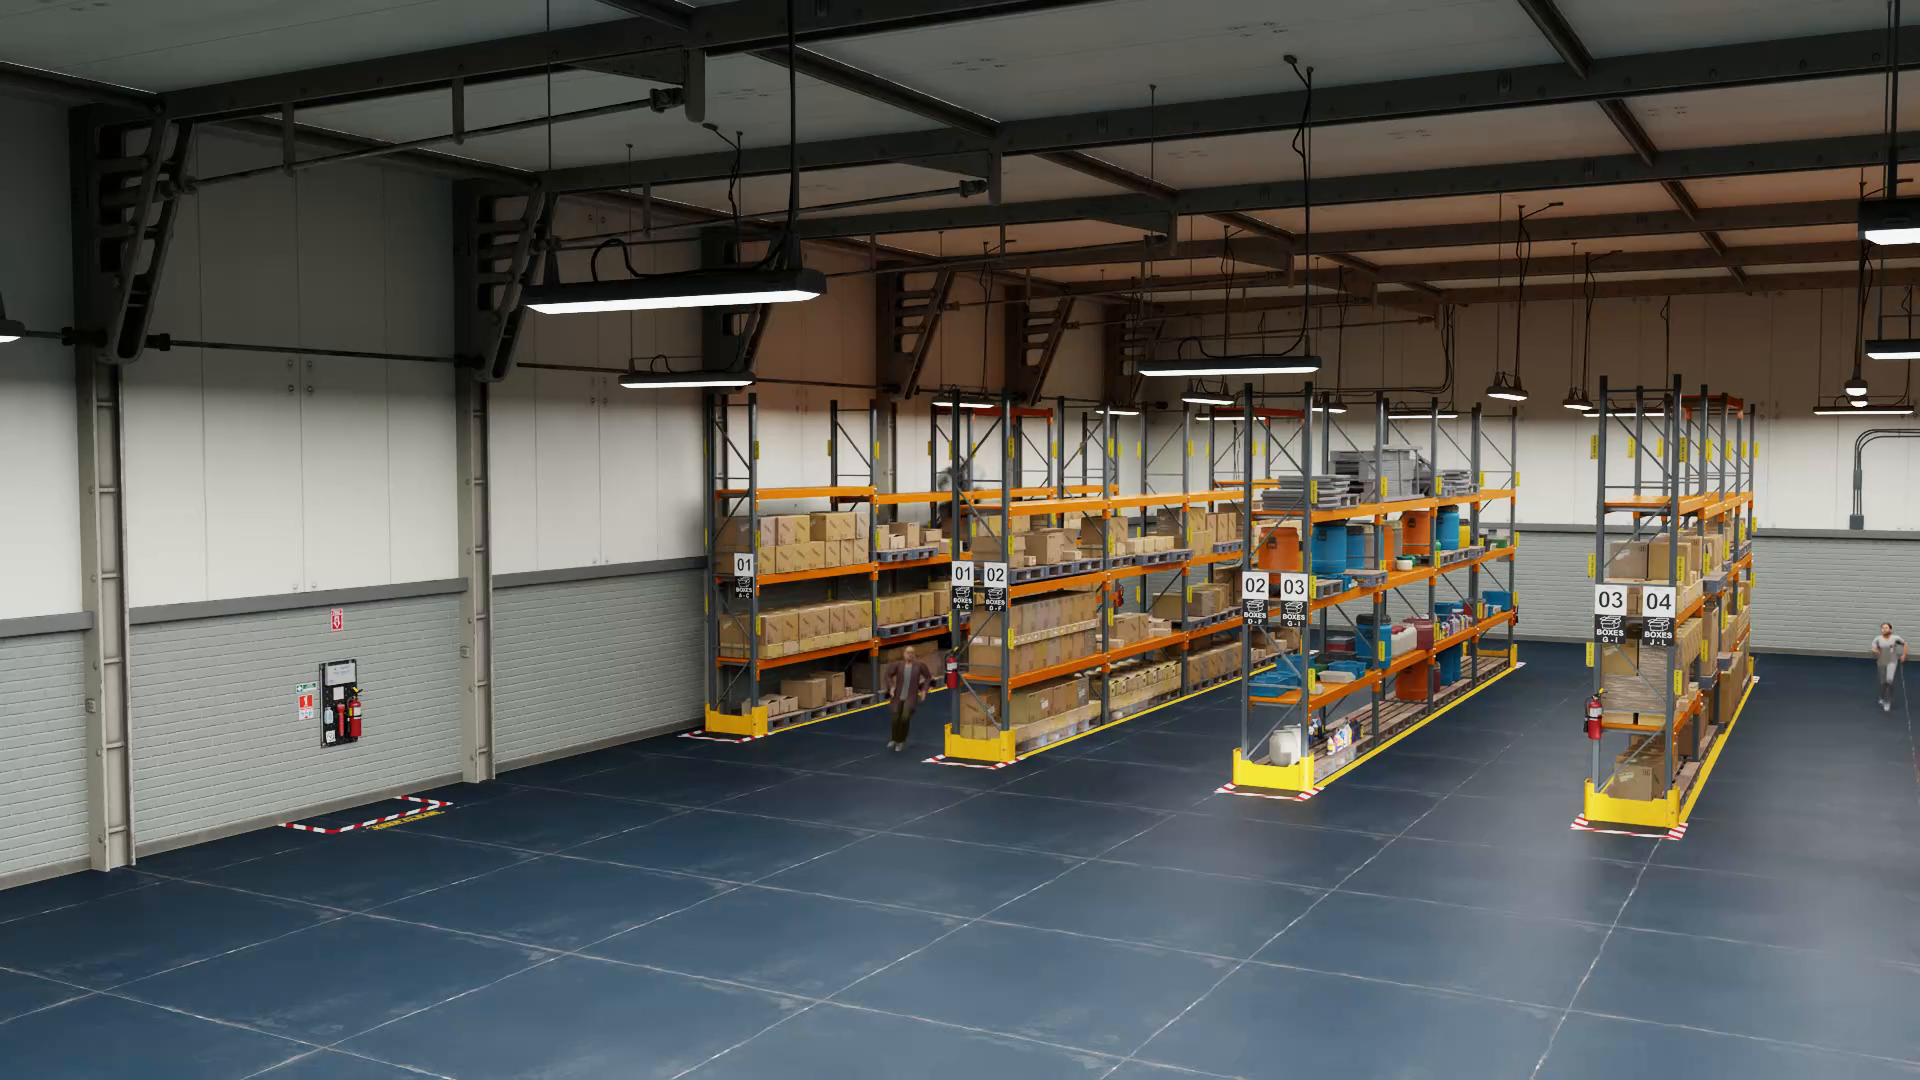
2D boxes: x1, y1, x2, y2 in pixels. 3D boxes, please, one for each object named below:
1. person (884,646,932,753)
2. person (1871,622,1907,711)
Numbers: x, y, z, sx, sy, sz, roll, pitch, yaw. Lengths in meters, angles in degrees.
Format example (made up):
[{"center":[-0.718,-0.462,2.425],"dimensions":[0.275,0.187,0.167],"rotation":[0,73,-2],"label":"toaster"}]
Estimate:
[{"center":[-0.887,2.649,27.667],"dimensions":[0.773,1.770,0.696],"rotation":[0,3,9],"label":"person"},{"center":[17.930,2.435,32.121],"dimensions":[0.572,1.699,0.879],"rotation":[2,4,39],"label":"person"}]
